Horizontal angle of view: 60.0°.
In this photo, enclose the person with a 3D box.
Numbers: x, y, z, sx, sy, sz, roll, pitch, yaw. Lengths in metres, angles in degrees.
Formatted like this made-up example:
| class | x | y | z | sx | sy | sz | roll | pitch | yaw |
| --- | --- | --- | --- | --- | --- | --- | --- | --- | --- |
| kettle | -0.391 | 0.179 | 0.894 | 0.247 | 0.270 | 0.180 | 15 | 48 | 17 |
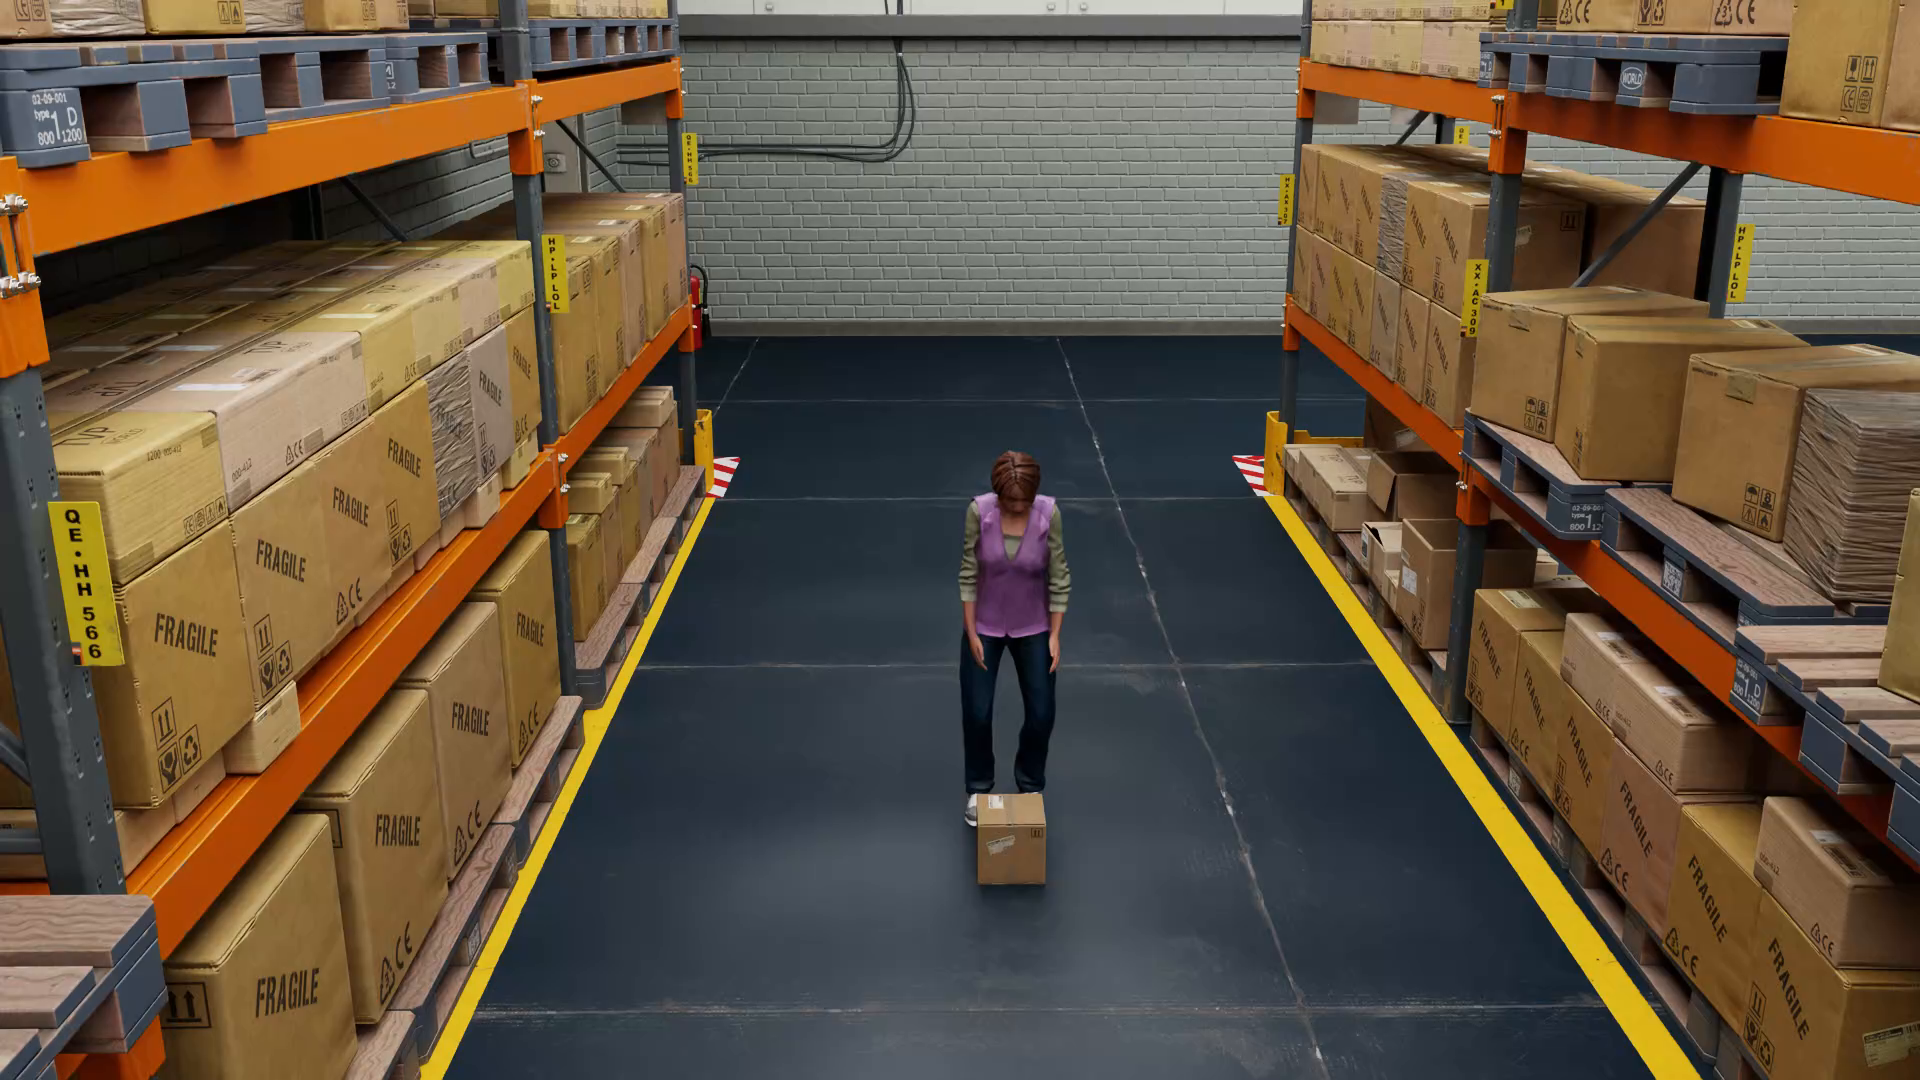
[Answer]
| class | x | y | z | sx | sy | sz | roll | pitch | yaw |
| --- | --- | --- | --- | --- | --- | --- | --- | --- | --- |
| person | 0.210 | 0.376 | 6.482 | 0.433 | 1.539 | 0.417 | 0 | 17 | 1 |
